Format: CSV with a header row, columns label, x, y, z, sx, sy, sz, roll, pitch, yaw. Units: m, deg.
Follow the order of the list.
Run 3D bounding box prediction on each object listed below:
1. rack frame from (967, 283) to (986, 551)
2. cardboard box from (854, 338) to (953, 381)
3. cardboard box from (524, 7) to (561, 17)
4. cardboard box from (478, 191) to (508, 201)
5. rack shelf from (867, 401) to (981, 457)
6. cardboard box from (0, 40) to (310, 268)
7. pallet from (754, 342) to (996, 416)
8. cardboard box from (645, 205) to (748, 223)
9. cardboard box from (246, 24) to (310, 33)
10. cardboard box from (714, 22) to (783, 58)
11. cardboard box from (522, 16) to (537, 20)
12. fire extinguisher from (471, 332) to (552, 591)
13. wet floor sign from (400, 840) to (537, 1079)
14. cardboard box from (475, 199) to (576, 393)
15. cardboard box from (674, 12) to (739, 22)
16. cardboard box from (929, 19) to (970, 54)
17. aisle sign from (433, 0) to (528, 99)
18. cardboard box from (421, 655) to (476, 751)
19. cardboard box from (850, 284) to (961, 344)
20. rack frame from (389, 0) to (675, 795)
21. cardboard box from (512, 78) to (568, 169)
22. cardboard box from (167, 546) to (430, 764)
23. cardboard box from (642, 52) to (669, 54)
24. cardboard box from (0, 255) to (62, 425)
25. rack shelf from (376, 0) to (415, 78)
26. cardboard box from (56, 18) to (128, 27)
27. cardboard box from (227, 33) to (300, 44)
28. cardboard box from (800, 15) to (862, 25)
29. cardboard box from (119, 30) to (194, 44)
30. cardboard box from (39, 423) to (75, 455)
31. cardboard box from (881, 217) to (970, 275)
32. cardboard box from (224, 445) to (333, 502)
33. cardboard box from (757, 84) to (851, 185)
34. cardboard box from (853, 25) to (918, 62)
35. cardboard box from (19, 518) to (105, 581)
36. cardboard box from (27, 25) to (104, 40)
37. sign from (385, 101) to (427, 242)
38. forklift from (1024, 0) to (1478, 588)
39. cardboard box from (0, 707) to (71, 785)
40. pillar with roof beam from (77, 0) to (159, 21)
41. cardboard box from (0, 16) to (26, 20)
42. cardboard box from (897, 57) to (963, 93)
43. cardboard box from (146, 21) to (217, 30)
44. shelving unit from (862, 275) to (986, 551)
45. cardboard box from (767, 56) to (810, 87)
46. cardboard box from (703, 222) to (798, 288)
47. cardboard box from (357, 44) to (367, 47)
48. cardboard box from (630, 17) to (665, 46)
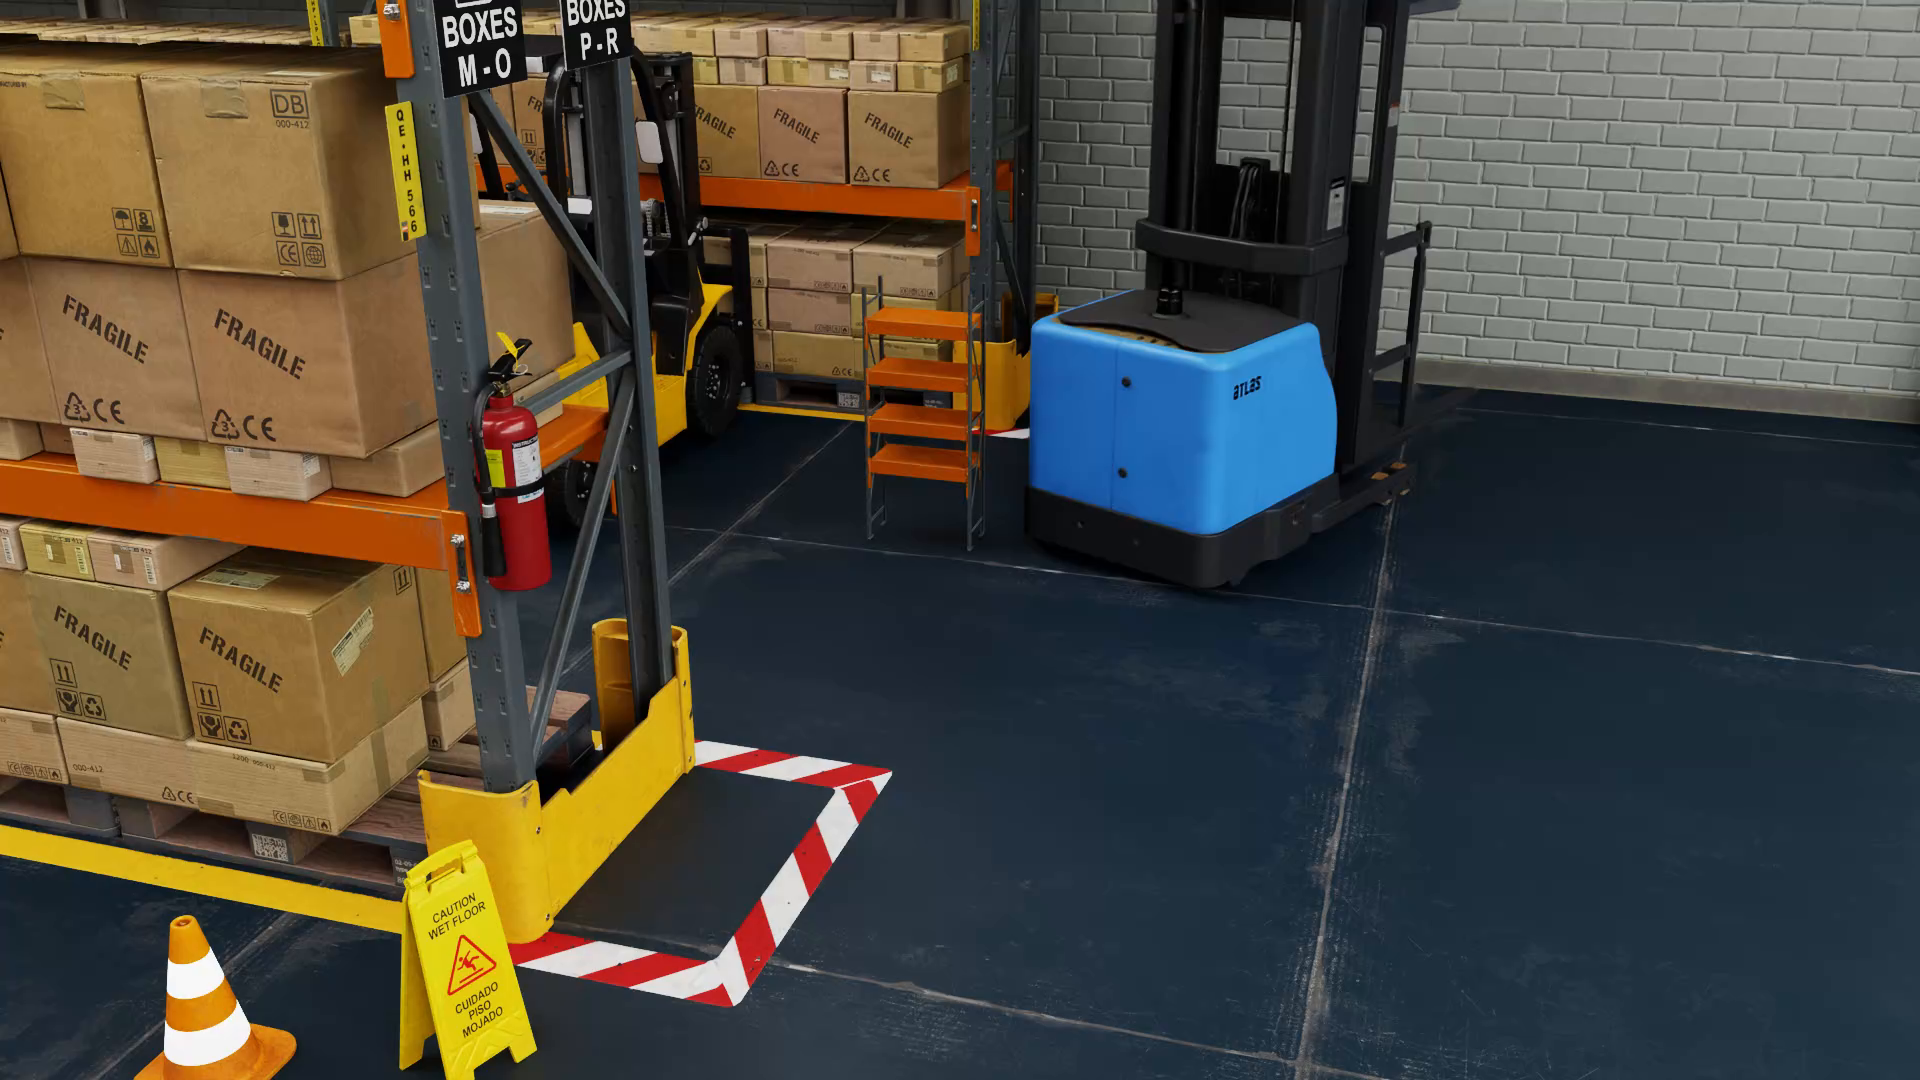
label,x,y,z,sx,sy,sz,roll,pitch,yaw
rack frame,0.075,-0.547,7.521,0.015,1.200,0.240,7,23,16
cardboard box,-0.287,-1.081,9.523,0.500,0.250,0.500,7,23,16
cardboard box,-2.439,-3.148,10.114,0.250,0.149,0.380,6,23,14
cardboard box,-3.048,-2.062,10.596,0.500,0.250,0.500,7,23,17
rack shelf,-0.158,-0.511,7.612,0.480,0.148,0.258,7,23,16
cardboard box,-2.210,-1.100,4.657,0.500,0.500,0.700,7,23,16
pallet,-0.490,-1.001,9.932,1.213,0.211,1.003,7,23,16
cardboard box,-1.595,-1.899,10.200,0.500,0.250,0.500,6,23,14
cardboard box,-4.330,-3.200,10.632,0.250,0.149,0.380,6,23,15
cardboard box,-1.151,-2.746,9.134,0.250,0.149,0.380,7,23,17
cardboard box,-2.616,-2.916,9.548,0.250,0.149,0.380,7,23,17
fire extinguisher,-1.199,-0.203,4.413,0.183,0.674,0.296,7,23,16
wet floor sign,-1.303,1.080,4.286,0.232,0.644,0.267,16,27,34
cardboard box,-1.549,-0.755,5.134,0.500,0.500,0.500,6,23,15
cardboard box,-1.478,-3.001,9.754,0.250,0.149,0.380,7,23,16
cardboard box,-0.006,-2.821,9.316,0.250,0.149,0.380,6,23,14
aisle sign,-1.200,-1.509,4.071,0.004,0.787,0.394,7,23,16
cardboard box,-1.868,0.471,5.740,0.500,0.250,0.500,6,23,15
cardboard box,-0.302,-1.315,9.436,0.500,0.250,0.500,6,23,15
rack frame,-1.176,-0.418,4.838,0.127,3.000,1.000,7,23,16
cardboard box,-2.237,-2.457,9.676,0.500,0.500,0.500,6,23,15
cardboard box,-2.018,0.319,5.120,0.500,0.500,0.500,7,23,16
cardboard box,-1.607,-2.697,9.405,0.250,0.149,0.380,6,23,15
cardboard box,-2.731,-0.674,4.938,0.500,0.500,0.500,6,23,15
rack shelf,-3.091,-1.693,4.939,4.000,0.370,1.077,7,23,16
cardboard box,-5.776,-3.389,11.094,0.250,0.149,0.380,6,23,15
cardboard box,-4.219,-2.986,10.110,0.250,0.149,0.380,6,23,15
cardboard box,-0.736,-2.918,9.553,0.250,0.149,0.380,7,23,16
cardboard box,-4.961,-3.064,10.300,0.250,0.149,0.380,6,23,14
cardboard box,-2.569,-0.385,5.088,0.250,0.149,0.380,7,23,16
cardboard box,-0.151,-1.728,9.784,0.500,0.250,0.500,6,23,15
cardboard box,-1.870,-0.253,4.765,0.250,0.149,0.380,6,23,15
cardboard box,-0.787,-2.287,9.262,0.500,0.500,0.500,7,23,17
cardboard box,-0.395,-2.685,8.984,0.250,0.149,0.380,7,23,16
cardboard box,-2.629,-0.025,5.106,0.250,0.149,0.380,7,23,16
cardboard box,-5.669,-3.173,10.565,0.250,0.149,0.380,7,23,16
sign,-1.355,-0.901,4.072,0.005,0.325,0.100,7,23,16
forklift,1.637,-1.634,7.891,1.130,2.935,3.031,18,28,37
cardboard box,-3.024,0.554,5.538,0.500,0.250,0.500,6,23,14
pillar with roof beam,-7.140,-4.495,6.871,0.400,9.000,9.100,7,23,16
cardboard box,-6.522,-3.445,11.229,0.250,0.149,0.380,7,23,15
cardboard box,-0.159,-2.505,8.938,0.250,0.149,0.380,7,23,16
cardboard box,-5.055,-3.283,10.833,0.250,0.149,0.380,6,23,15
shelving unit,-0.158,-0.573,7.587,0.503,1.200,0.258,7,23,16
cardboard box,-0.877,-2.604,9.179,0.250,0.149,0.380,6,23,15
cardboard box,-1.253,-1.650,9.592,0.500,0.250,0.500,7,23,16
cardboard box,-3.346,-2.877,9.844,0.250,0.149,0.380,6,23,15
cardboard box,-1.856,-2.869,9.433,0.250,0.149,0.380,7,23,16
